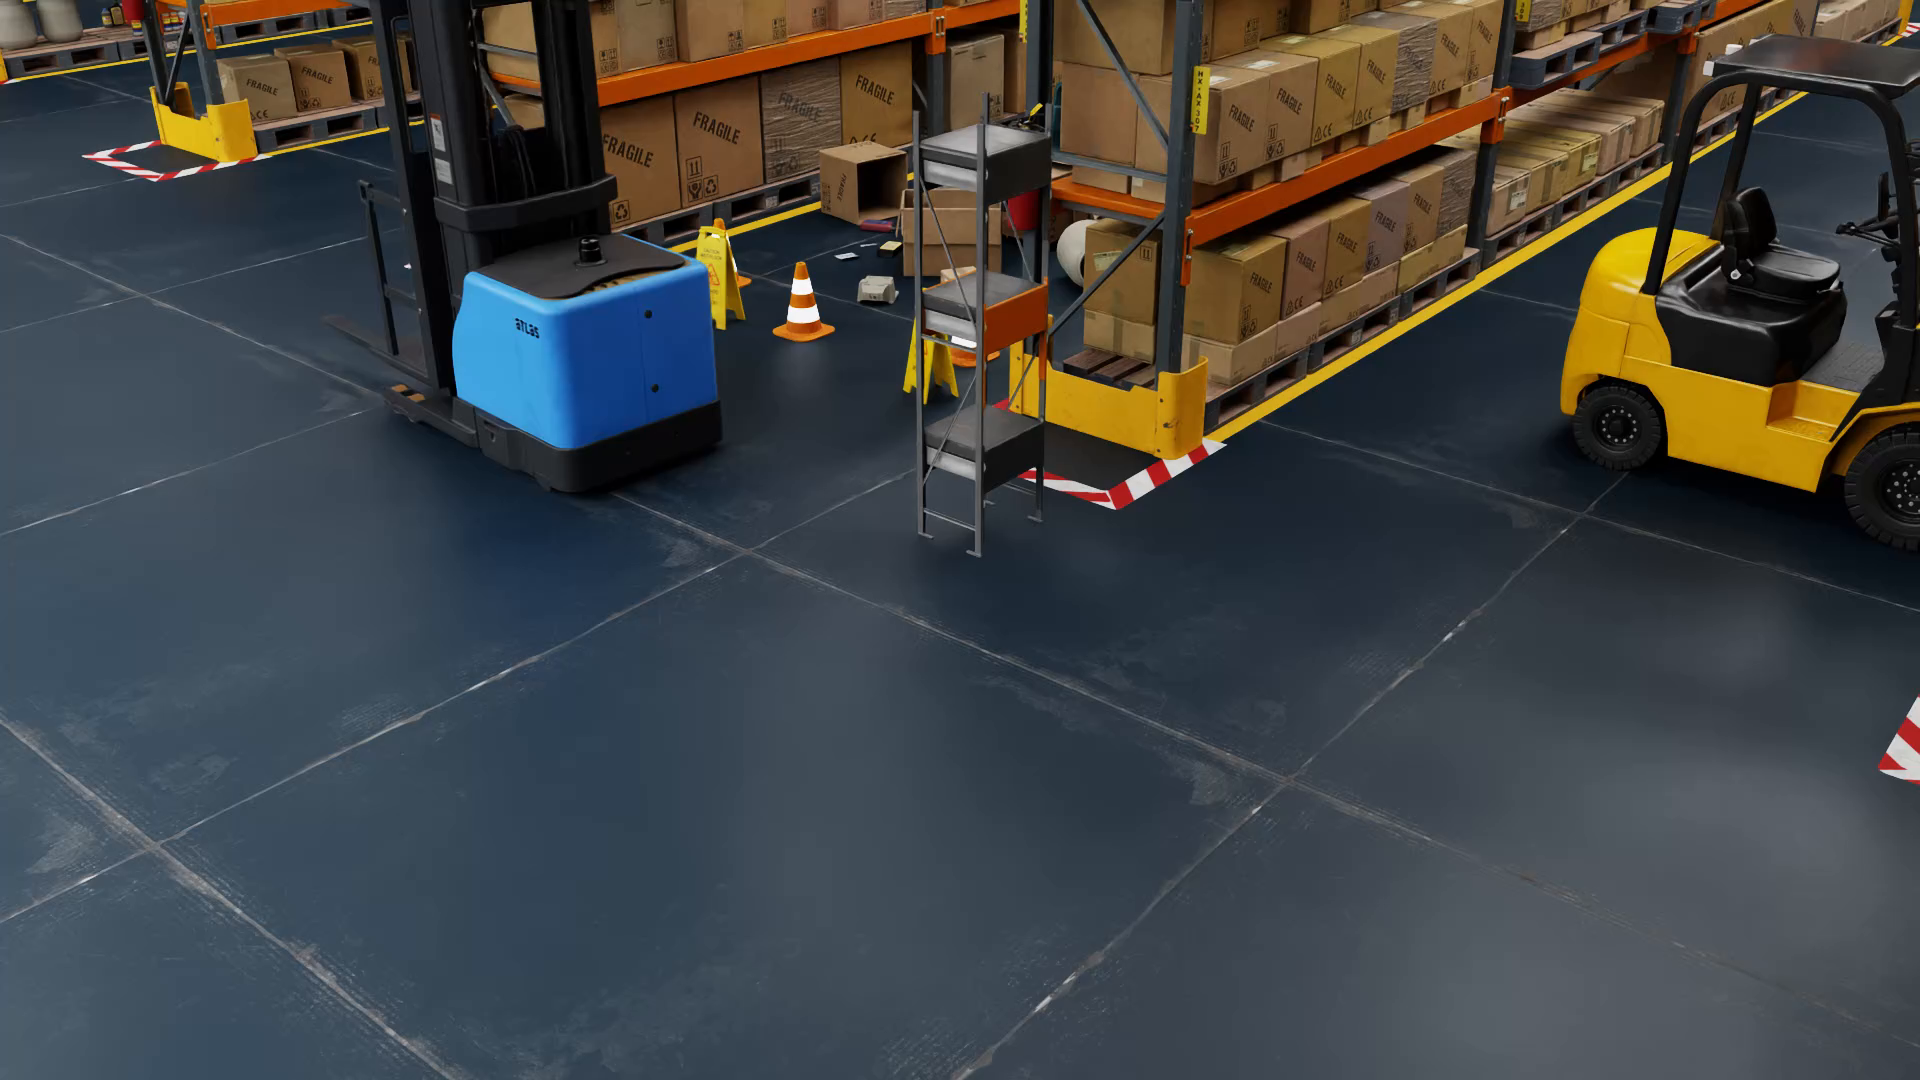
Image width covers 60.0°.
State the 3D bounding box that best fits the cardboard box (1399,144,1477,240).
[{"bbox_3d":[3.148,-2.391,11.326,0.500,0.500,0.500,20,34,34],"label":"cardboard box"}]

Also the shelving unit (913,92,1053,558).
[{"bbox_3d":[0.105,-0.991,7.881,0.431,2.100,0.503,21,34,34],"label":"shelving unit"}]

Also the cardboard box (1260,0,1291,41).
[{"bbox_3d":[1.502,-3.216,9.681,0.700,0.500,0.500,20,34,34],"label":"cardboard box"}]

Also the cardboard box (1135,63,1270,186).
[{"bbox_3d":[1.288,-2.226,8.855,0.500,0.500,0.500,20,34,34],"label":"cardboard box"}]

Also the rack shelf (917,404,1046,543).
[{"bbox_3d":[0.105,-0.357,8.209,0.431,0.518,0.480,21,34,34],"label":"rack shelf"}]

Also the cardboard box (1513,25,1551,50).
[{"bbox_3d":[3.912,-3.559,11.682,0.380,0.149,0.250,21,34,35],"label":"cardboard box"}]

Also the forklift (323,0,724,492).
[{"bbox_3d":[-2.706,-2.123,9.164,3.031,2.935,1.130,25,36,39],"label":"forklift"}]

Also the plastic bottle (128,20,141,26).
[{"bbox_3d":[-9.602,-6.125,19.302,0.061,0.283,0.133,21,34,34],"label":"plastic bottle"}]

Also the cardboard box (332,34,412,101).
[{"bbox_3d":[-5.697,-4.590,16.121,0.500,0.500,0.500,25,36,39],"label":"cardboard box"}]

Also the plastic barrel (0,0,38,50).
[{"bbox_3d":[-10.336,-5.643,18.145,0.421,0.512,0.421,0,27,0],"label":"plastic barrel"}]

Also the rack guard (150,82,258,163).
[{"bbox_3d":[-6.826,-3.775,15.004,1.175,0.500,0.348,21,34,34],"label":"rack guard"}]

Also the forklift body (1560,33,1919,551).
[{"bbox_3d":[4.404,-1.342,8.502,2.313,2.155,1.214,21,34,34],"label":"forklift body"}]

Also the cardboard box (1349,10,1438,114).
[{"bbox_3d":[2.578,-2.957,10.269,0.500,0.500,0.500,22,34,36],"label":"cardboard box"}]

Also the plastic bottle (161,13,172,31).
[{"bbox_3d":[-9.084,-5.963,19.003,0.097,0.271,0.097,0,27,0],"label":"plastic bottle"}]

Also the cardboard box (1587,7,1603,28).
[{"bbox_3d":[4.554,-3.934,12.406,0.380,0.149,0.250,21,34,35],"label":"cardboard box"}]

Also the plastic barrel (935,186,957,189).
[{"bbox_3d":[-0.105,-2.797,13.195,0.421,0.421,0.512,-5,28,-9],"label":"plastic barrel"}]

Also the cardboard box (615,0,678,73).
[{"bbox_3d":[-2.577,-3.786,12.141,0.875,0.550,0.550,21,34,34],"label":"cardboard box"}]

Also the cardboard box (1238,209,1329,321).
[{"bbox_3d":[1.843,-1.661,9.916,0.500,0.500,0.500,19,33,33],"label":"cardboard box"}]

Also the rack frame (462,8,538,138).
[{"bbox_3d":[-3.111,-3.373,11.506,1.000,3.000,0.127,21,34,34],"label":"rack frame"}]

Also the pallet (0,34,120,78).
[{"bbox_3d":[-10.163,-5.395,18.449,1.003,0.211,1.213,21,34,34],"label":"pallet"}]

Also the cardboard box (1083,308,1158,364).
[{"bbox_3d":[1.095,-1.301,10.036,0.500,0.250,0.500,21,34,34],"label":"cardboard box"}]

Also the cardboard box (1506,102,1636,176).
[{"bbox_3d":[5.031,-3.357,13.877,0.950,0.372,0.625,20,33,33],"label":"cardboard box"}]

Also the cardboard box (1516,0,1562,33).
[{"bbox_3d":[3.837,-3.826,11.492,0.500,0.500,0.500,22,34,36],"label":"cardboard box"}]

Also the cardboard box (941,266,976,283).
[{"bbox_3d":[0.047,-1.751,11.473,0.250,0.149,0.380,-10,29,-18],"label":"cardboard box"}]

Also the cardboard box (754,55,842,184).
[{"bbox_3d":[-1.591,-3.511,13.628,0.875,0.875,0.875,21,34,35],"label":"cardboard box"}]

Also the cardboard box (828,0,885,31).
[{"bbox_3d":[-1.125,-4.522,13.564,0.875,0.550,0.550,21,34,34],"label":"cardboard box"}]

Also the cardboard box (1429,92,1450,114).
[{"bbox_3d":[2.968,-2.906,10.876,0.380,0.149,0.250,21,34,35],"label":"cardboard box"}]

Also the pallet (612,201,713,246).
[{"bbox_3d":[-2.663,-2.441,12.739,1.003,0.211,1.213,21,34,34],"label":"pallet"}]

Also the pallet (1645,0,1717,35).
[{"bbox_3d":[5.490,-4.430,13.757,1.213,0.211,1.003,21,34,34],"label":"pallet"}]

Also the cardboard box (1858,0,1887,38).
[{"bbox_3d":[10.032,-6.094,19.096,0.875,0.438,0.875,22,34,36],"label":"cardboard box"}]

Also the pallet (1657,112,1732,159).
[{"bbox_3d":[6.421,-3.818,15.400,1.003,0.211,1.213,21,34,34],"label":"pallet"}]

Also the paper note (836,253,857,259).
[{"bbox_3d":[-0.830,-2.099,12.275,0.142,0.017,0.144,-15,31,-27],"label":"paper note"}]

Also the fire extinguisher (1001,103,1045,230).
[{"bbox_3d":[0.344,-2.022,8.978,0.296,0.674,0.183,21,34,34],"label":"fire extinguisher"}]

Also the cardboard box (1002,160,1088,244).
[{"bbox_3d":[0.525,-2.611,12.601,0.797,0.637,0.503,21,34,34],"label":"cardboard box"}]

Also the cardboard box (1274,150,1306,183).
[{"bbox_3d":[1.726,-2.151,9.417,0.380,0.149,0.250,21,34,35],"label":"cardboard box"}]

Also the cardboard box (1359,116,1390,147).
[{"bbox_3d":[2.383,-2.521,10.132,0.380,0.149,0.250,21,34,35],"label":"cardboard box"}]

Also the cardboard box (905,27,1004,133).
[{"bbox_3d":[-0.241,-4.225,15.144,1.050,0.750,0.750,21,34,34],"label":"cardboard box"}]

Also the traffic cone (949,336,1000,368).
[{"bbox_3d":[0.051,-1.365,10.385,0.336,0.463,0.334,21,34,34],"label":"traffic cone"}]

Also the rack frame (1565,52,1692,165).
[{"bbox_3d":[5.861,-4.799,14.262,1.000,3.000,0.127,21,34,34],"label":"rack frame"}]

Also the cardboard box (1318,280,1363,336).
[{"bbox_3d":[2.167,-1.509,10.437,0.500,0.250,0.500,24,35,38],"label":"cardboard box"}]

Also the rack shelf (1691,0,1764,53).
[{"bbox_3d":[7.134,-5.188,15.798,1.077,0.370,4.000,21,34,34],"label":"rack shelf"}]

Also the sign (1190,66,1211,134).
[{"bbox_3d":[1.192,-2.188,8.273,0.100,0.325,0.005,21,34,34],"label":"sign"}]

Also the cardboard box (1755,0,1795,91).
[{"bbox_3d":[7.504,-4.894,16.301,0.875,0.875,0.875,22,35,36],"label":"cardboard box"}]

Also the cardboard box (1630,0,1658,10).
[{"bbox_3d":[5.264,-4.281,13.078,0.380,0.149,0.250,21,34,35],"label":"cardboard box"}]

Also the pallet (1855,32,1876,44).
[{"bbox_3d":[9.725,-5.660,18.961,1.003,0.211,1.213,21,34,34],"label":"pallet"}]

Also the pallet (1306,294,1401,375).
[{"bbox_3d":[2.141,-1.459,10.841,1.003,0.211,1.213,21,34,34],"label":"pallet"}]
